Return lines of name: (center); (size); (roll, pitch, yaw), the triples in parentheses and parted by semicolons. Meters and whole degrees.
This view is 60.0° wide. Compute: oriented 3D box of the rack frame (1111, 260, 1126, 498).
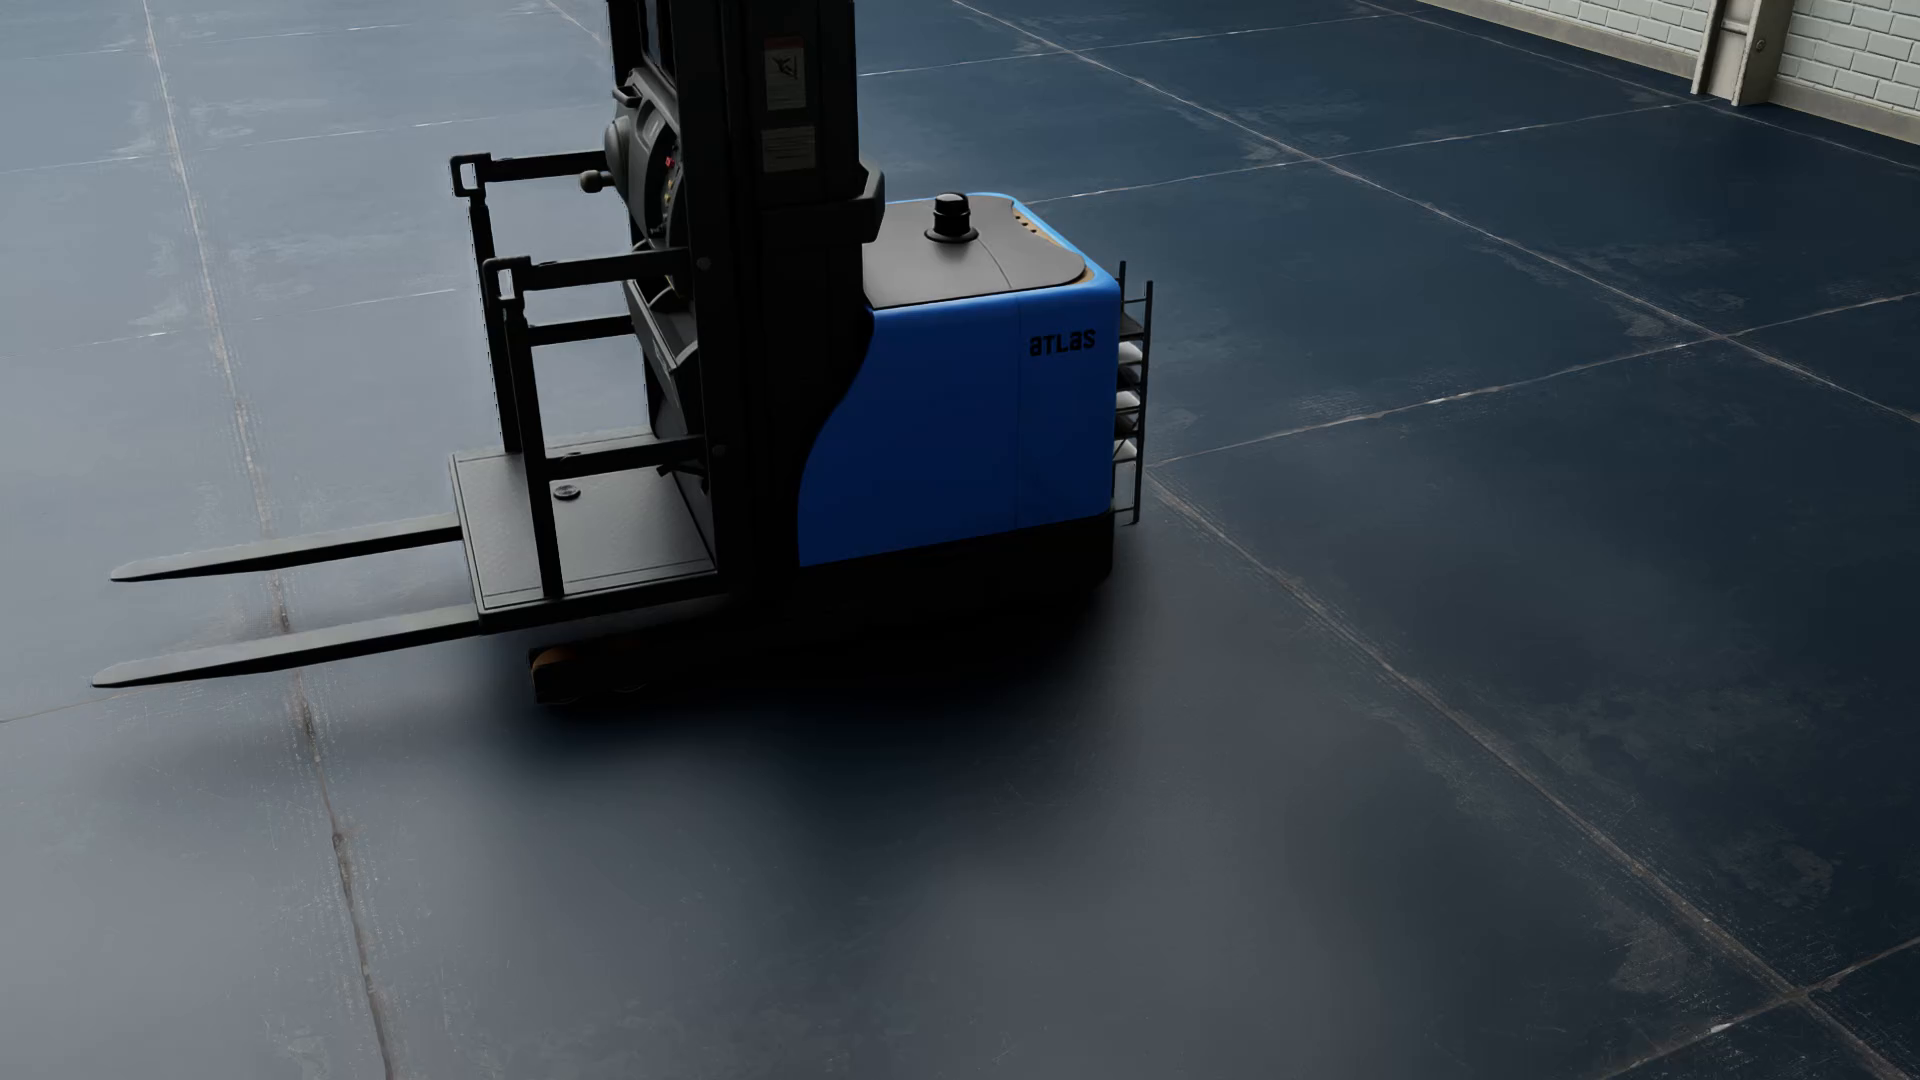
rack frame: (0.444, -0.525, 5.767); (0.240, 0.900, 0.006); (-11, 31, -18)

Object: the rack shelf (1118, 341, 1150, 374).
rack shelf: (0.480, -0.607, 5.612); (0.258, 0.077, 0.200); (-11, 31, -18)

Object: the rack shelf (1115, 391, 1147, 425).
rack shelf: (0.480, -0.450, 5.700); (0.258, 0.077, 0.200); (-11, 31, -18)

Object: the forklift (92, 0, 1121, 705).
forklift: (-1.077, -1.085, 4.688); (3.031, 2.935, 1.130); (-10, 31, -17)

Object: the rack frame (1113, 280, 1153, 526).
rack frame: (0.517, -0.432, 5.601); (0.240, 0.900, 0.006); (-11, 31, -18)

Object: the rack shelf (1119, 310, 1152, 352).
rack shelf: (0.480, -0.685, 5.568); (0.258, 0.077, 0.200); (-11, 31, -18)

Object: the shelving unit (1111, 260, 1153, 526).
shelving unit: (0.480, -0.479, 5.684); (0.258, 0.900, 0.210); (-11, 31, -18)

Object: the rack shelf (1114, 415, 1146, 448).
rack shelf: (0.480, -0.371, 5.744); (0.258, 0.077, 0.200); (-11, 31, -18)

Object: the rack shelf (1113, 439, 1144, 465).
rack shelf: (0.480, -0.293, 5.788); (0.258, 0.077, 0.200); (-11, 31, -18)

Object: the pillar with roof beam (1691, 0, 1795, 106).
pillar with roof beam: (1.190, -5.943, 7.149); (9.100, 9.000, 0.400); (-13, 32, -22)

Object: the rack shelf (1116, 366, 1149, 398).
rack shelf: (0.480, -0.528, 5.656); (0.258, 0.077, 0.200); (-11, 31, -18)
